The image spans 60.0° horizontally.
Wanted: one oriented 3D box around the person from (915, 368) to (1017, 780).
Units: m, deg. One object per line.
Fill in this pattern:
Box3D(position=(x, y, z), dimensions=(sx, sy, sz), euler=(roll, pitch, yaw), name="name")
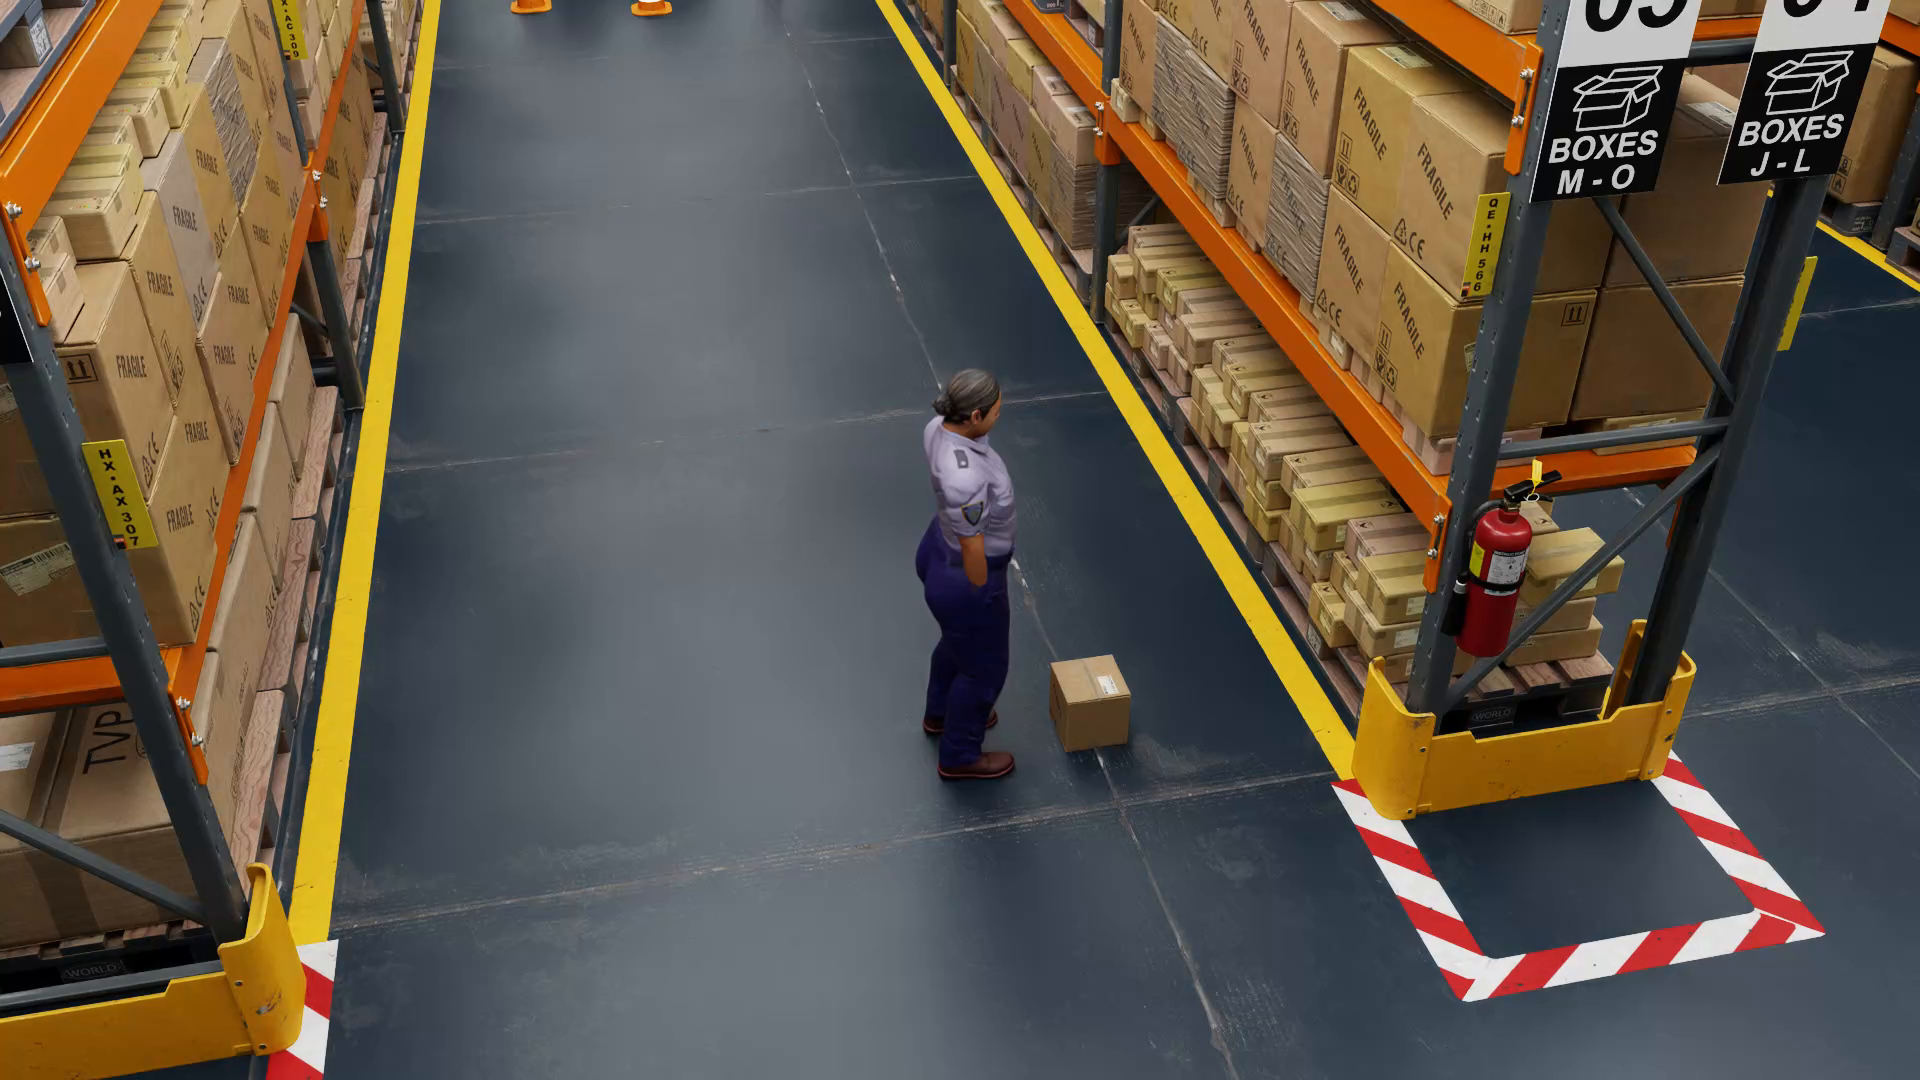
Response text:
Box3D(position=(0.019, 0.125, 6.010), dimensions=(0.339, 1.617, 0.474), euler=(-7, 35, -9), name="person")
